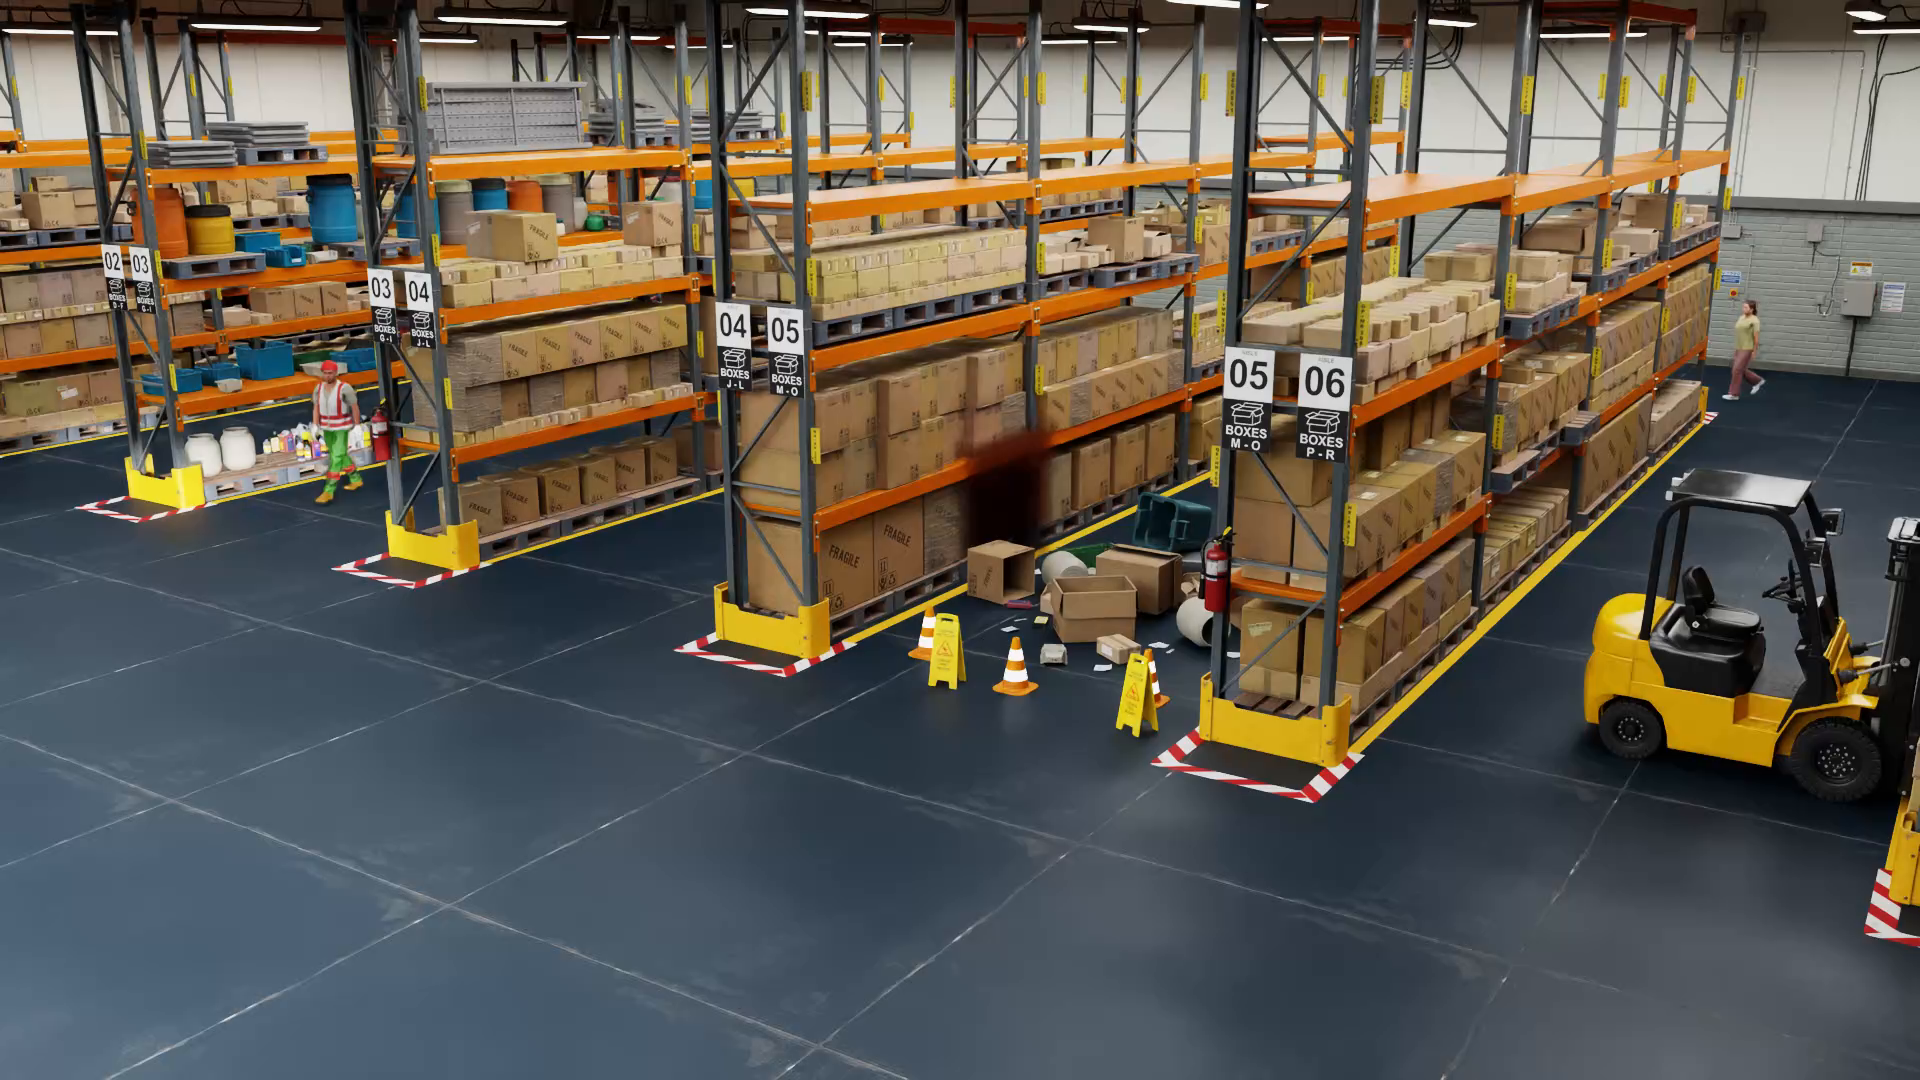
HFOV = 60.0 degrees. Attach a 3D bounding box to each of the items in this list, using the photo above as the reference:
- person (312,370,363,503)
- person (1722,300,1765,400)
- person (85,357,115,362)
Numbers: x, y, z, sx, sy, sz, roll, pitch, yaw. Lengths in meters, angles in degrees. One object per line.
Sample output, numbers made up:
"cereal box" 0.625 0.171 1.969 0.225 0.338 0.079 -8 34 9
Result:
"person" -7.914 -1.379 20.960 0.522 1.678 0.989 5 16 16
"person" 12.970 -3.139 27.368 0.758 1.647 0.450 -1 16 -5
"person" -14.375 -3.271 27.706 0.660 1.703 0.982 5 16 18
